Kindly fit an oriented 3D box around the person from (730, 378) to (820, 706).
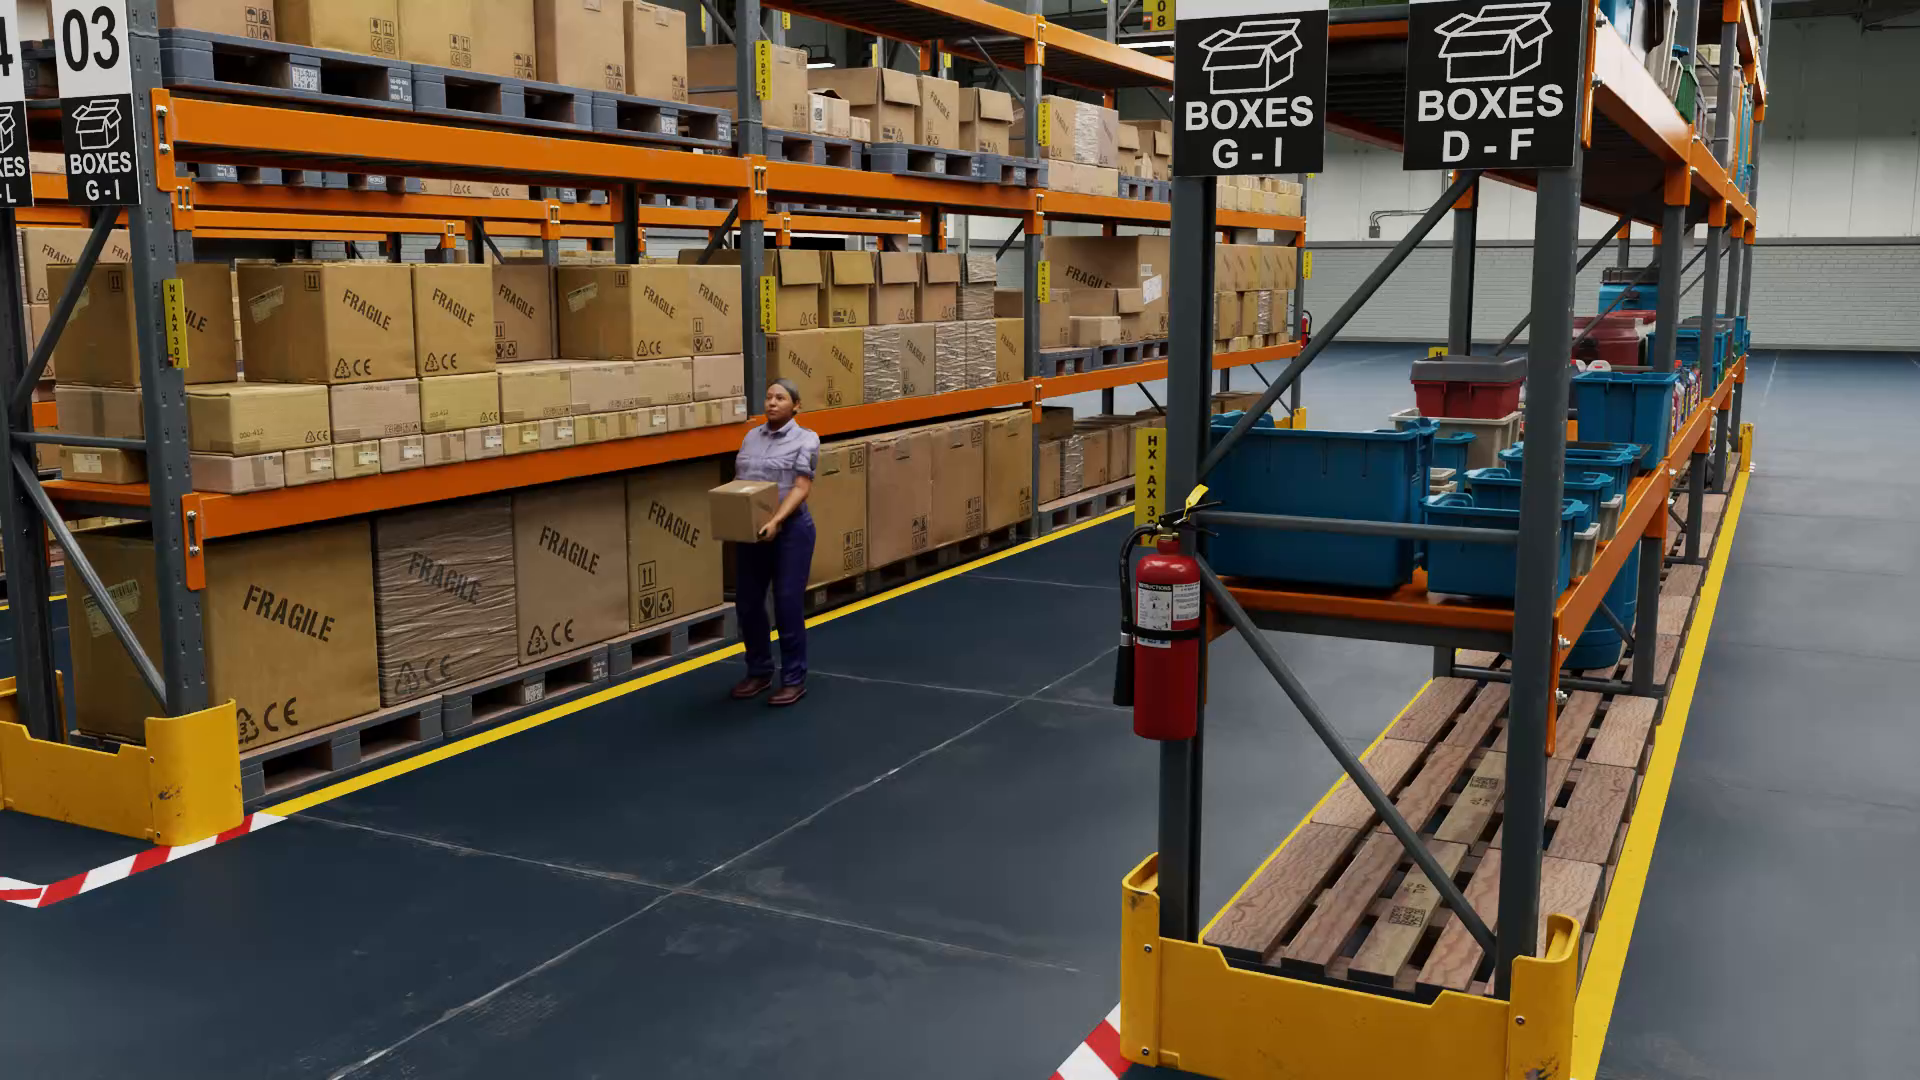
[{"bbox_3d":[-0.975,0.006,8.414,0.452,1.634,0.522,5,10,26],"label":"person"}]
